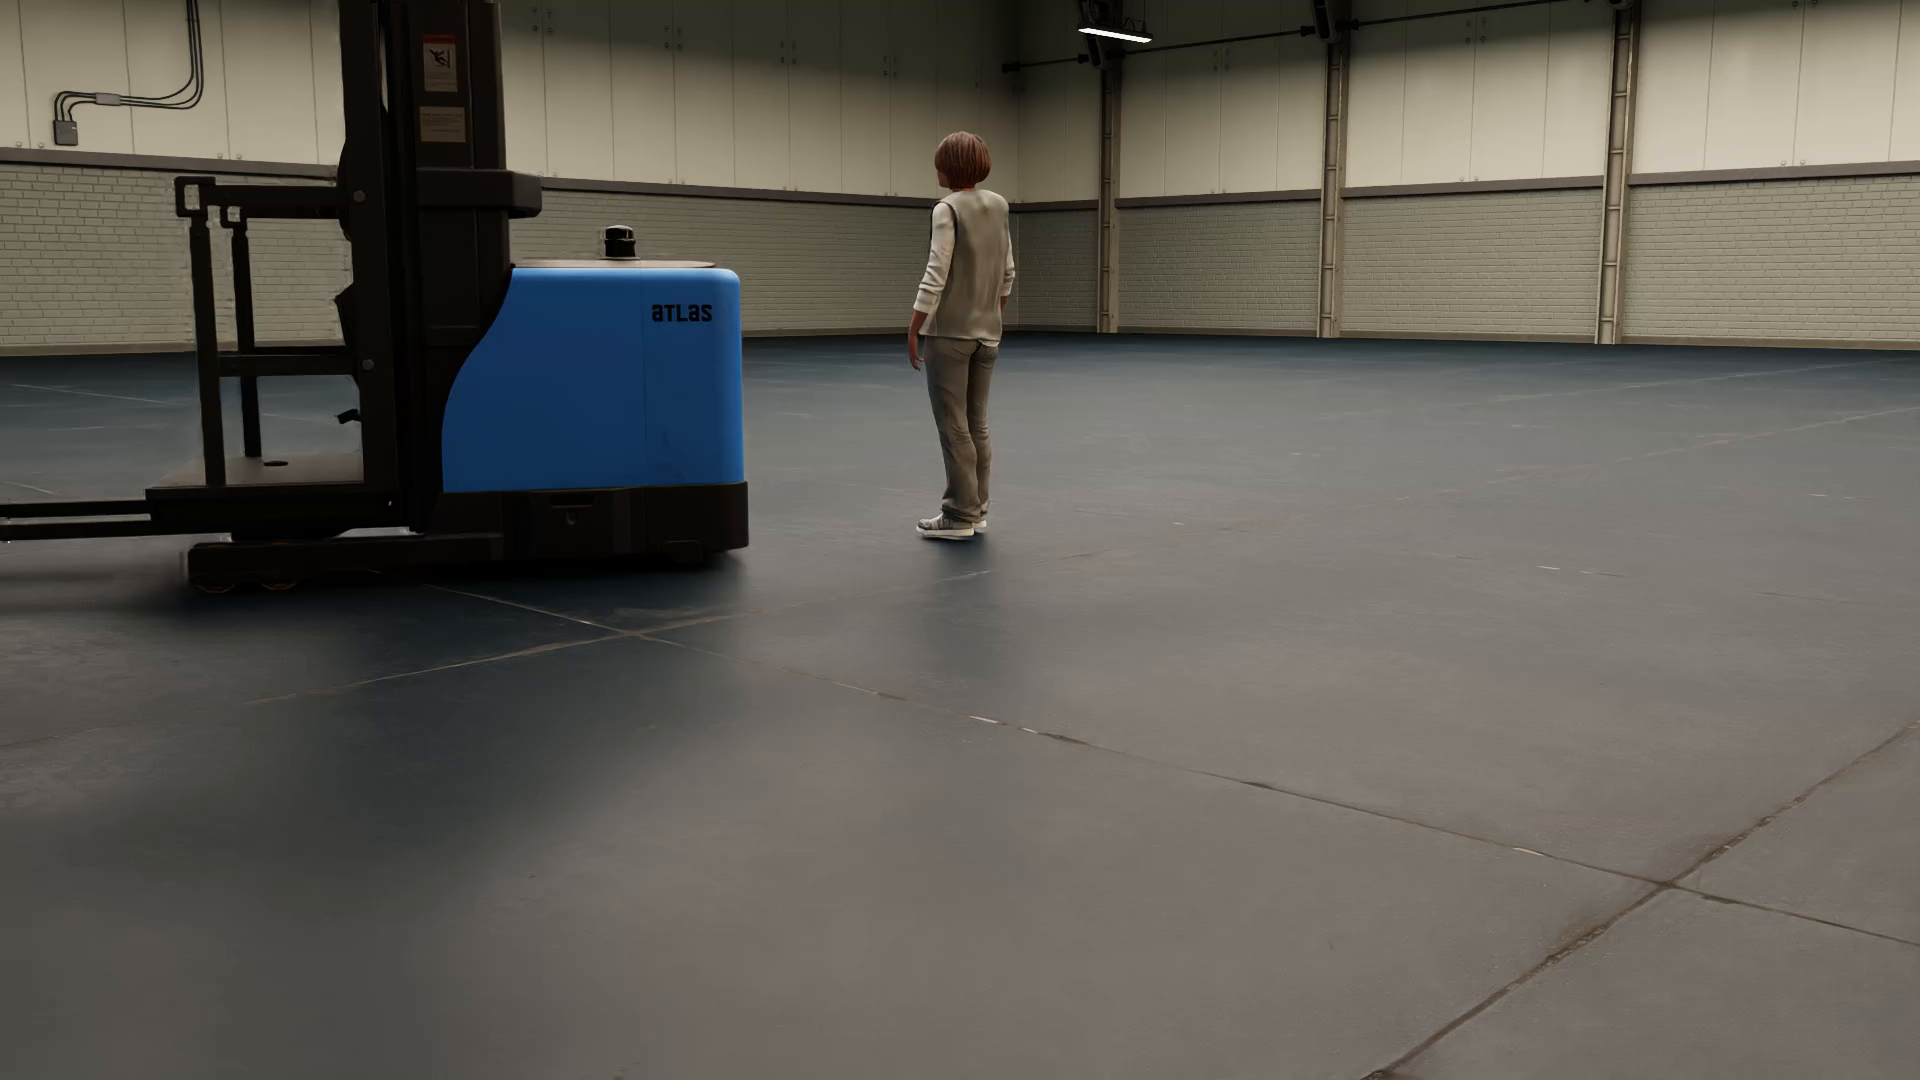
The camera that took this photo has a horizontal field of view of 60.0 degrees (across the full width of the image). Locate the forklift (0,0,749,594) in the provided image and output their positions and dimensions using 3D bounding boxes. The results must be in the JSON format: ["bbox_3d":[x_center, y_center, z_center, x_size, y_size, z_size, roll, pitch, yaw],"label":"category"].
[{"bbox_3d":[-2.351,-1.358,5.895,3.031,2.935,1.130,-2,9,-16],"label":"forklift"}]

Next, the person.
[{"bbox_3d":[-0.043,-0.806,6.658,0.474,1.598,0.519,8,12,43],"label":"person"}]
